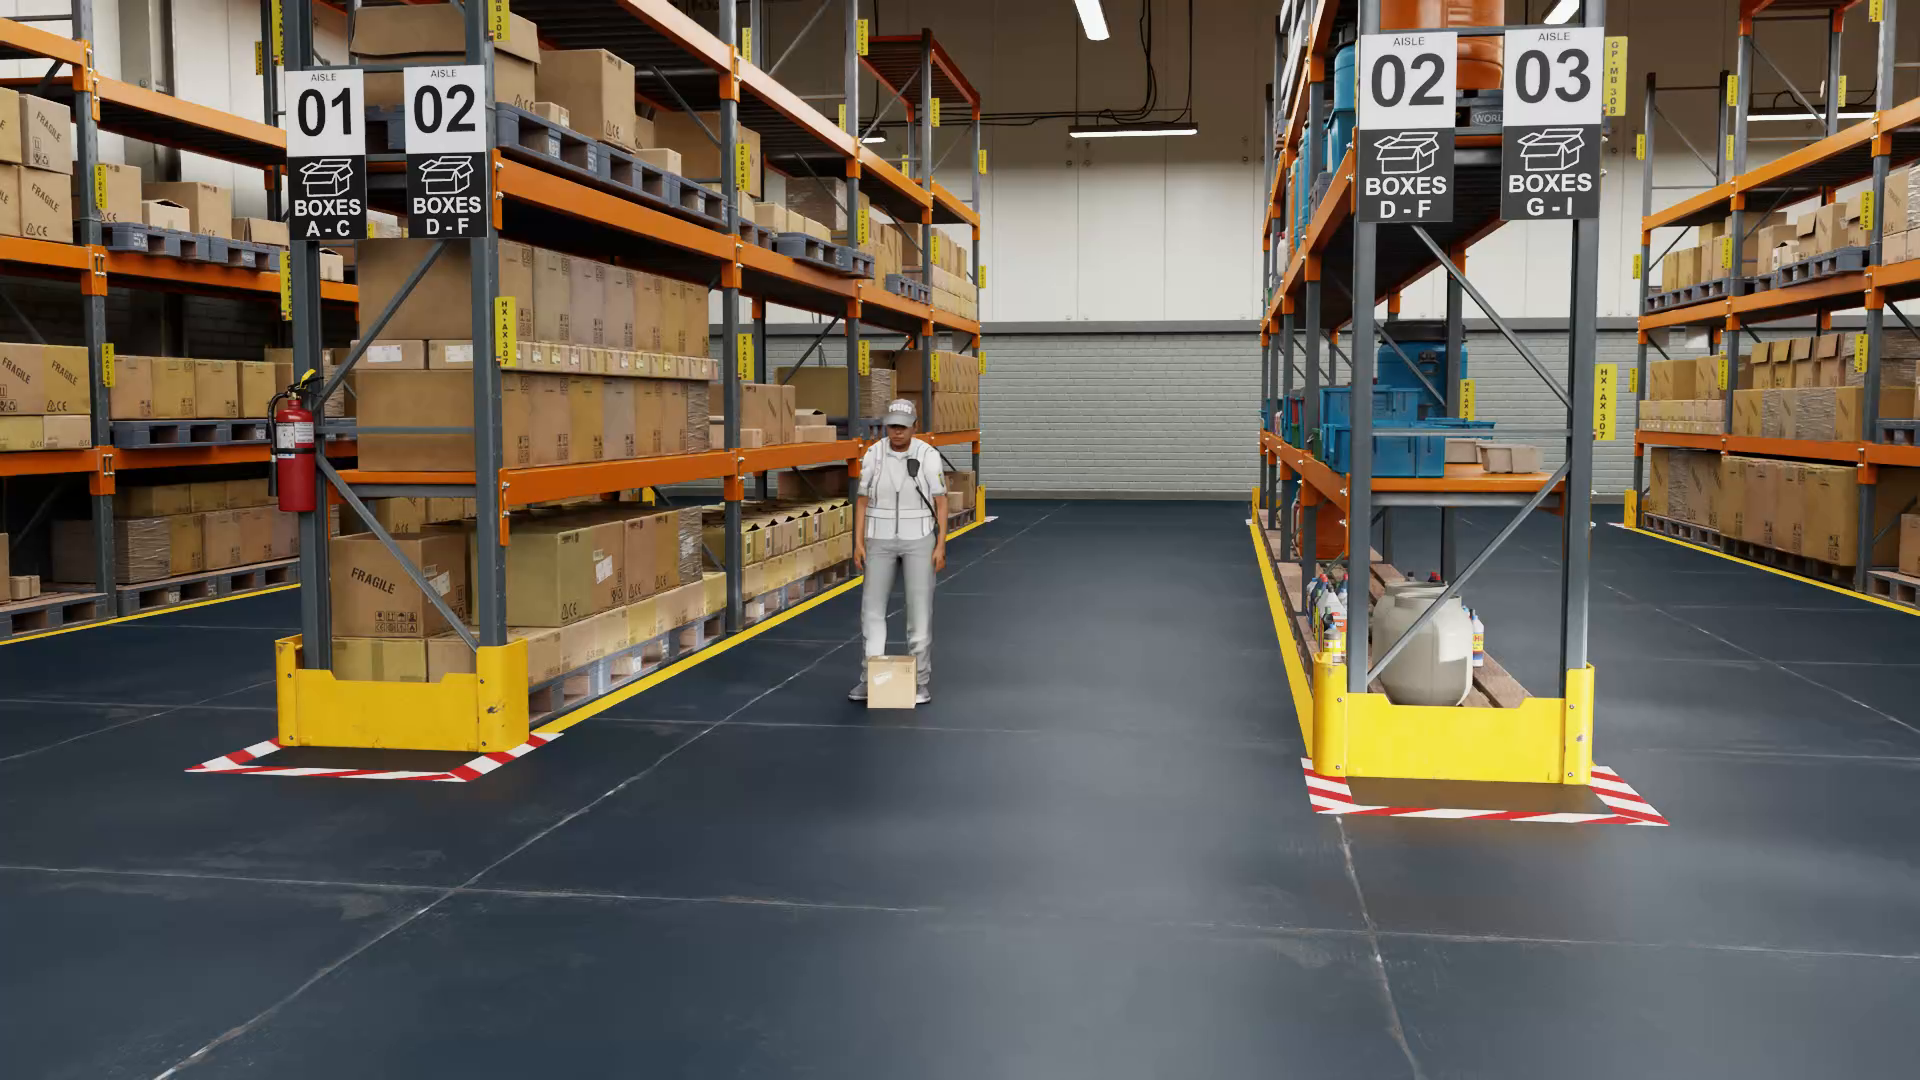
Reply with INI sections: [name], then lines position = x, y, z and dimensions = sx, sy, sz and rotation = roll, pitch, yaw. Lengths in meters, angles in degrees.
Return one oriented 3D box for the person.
[person]
position = -0.339, 0.050, 9.230
dimensions = 0.541, 1.666, 0.468
rotation = 1, 5, 8
